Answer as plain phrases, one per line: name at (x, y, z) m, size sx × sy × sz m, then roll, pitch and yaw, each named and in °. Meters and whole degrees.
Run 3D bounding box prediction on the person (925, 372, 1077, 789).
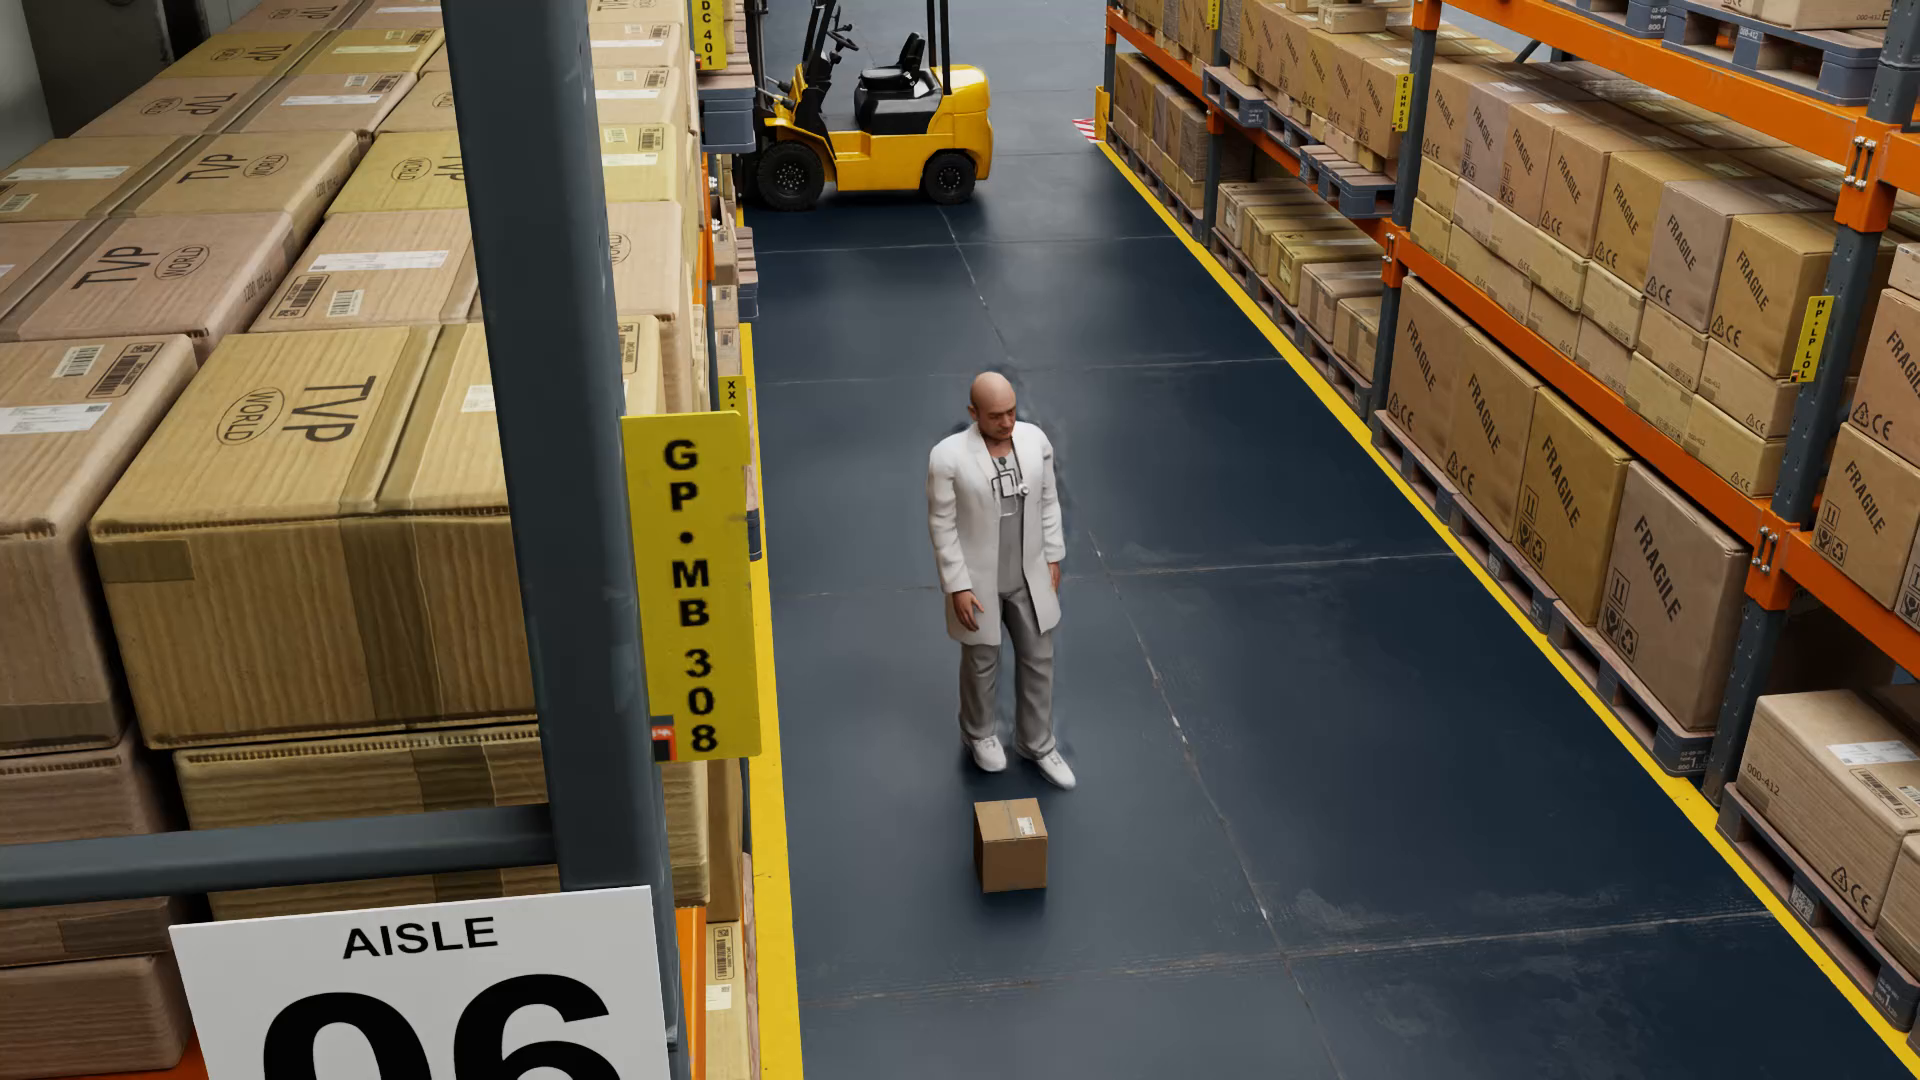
person at (0.181, 0.181, 6.770) m, size 0.614 × 1.812 × 0.548 m, roll -11°, pitch 29°, yaw -21°
